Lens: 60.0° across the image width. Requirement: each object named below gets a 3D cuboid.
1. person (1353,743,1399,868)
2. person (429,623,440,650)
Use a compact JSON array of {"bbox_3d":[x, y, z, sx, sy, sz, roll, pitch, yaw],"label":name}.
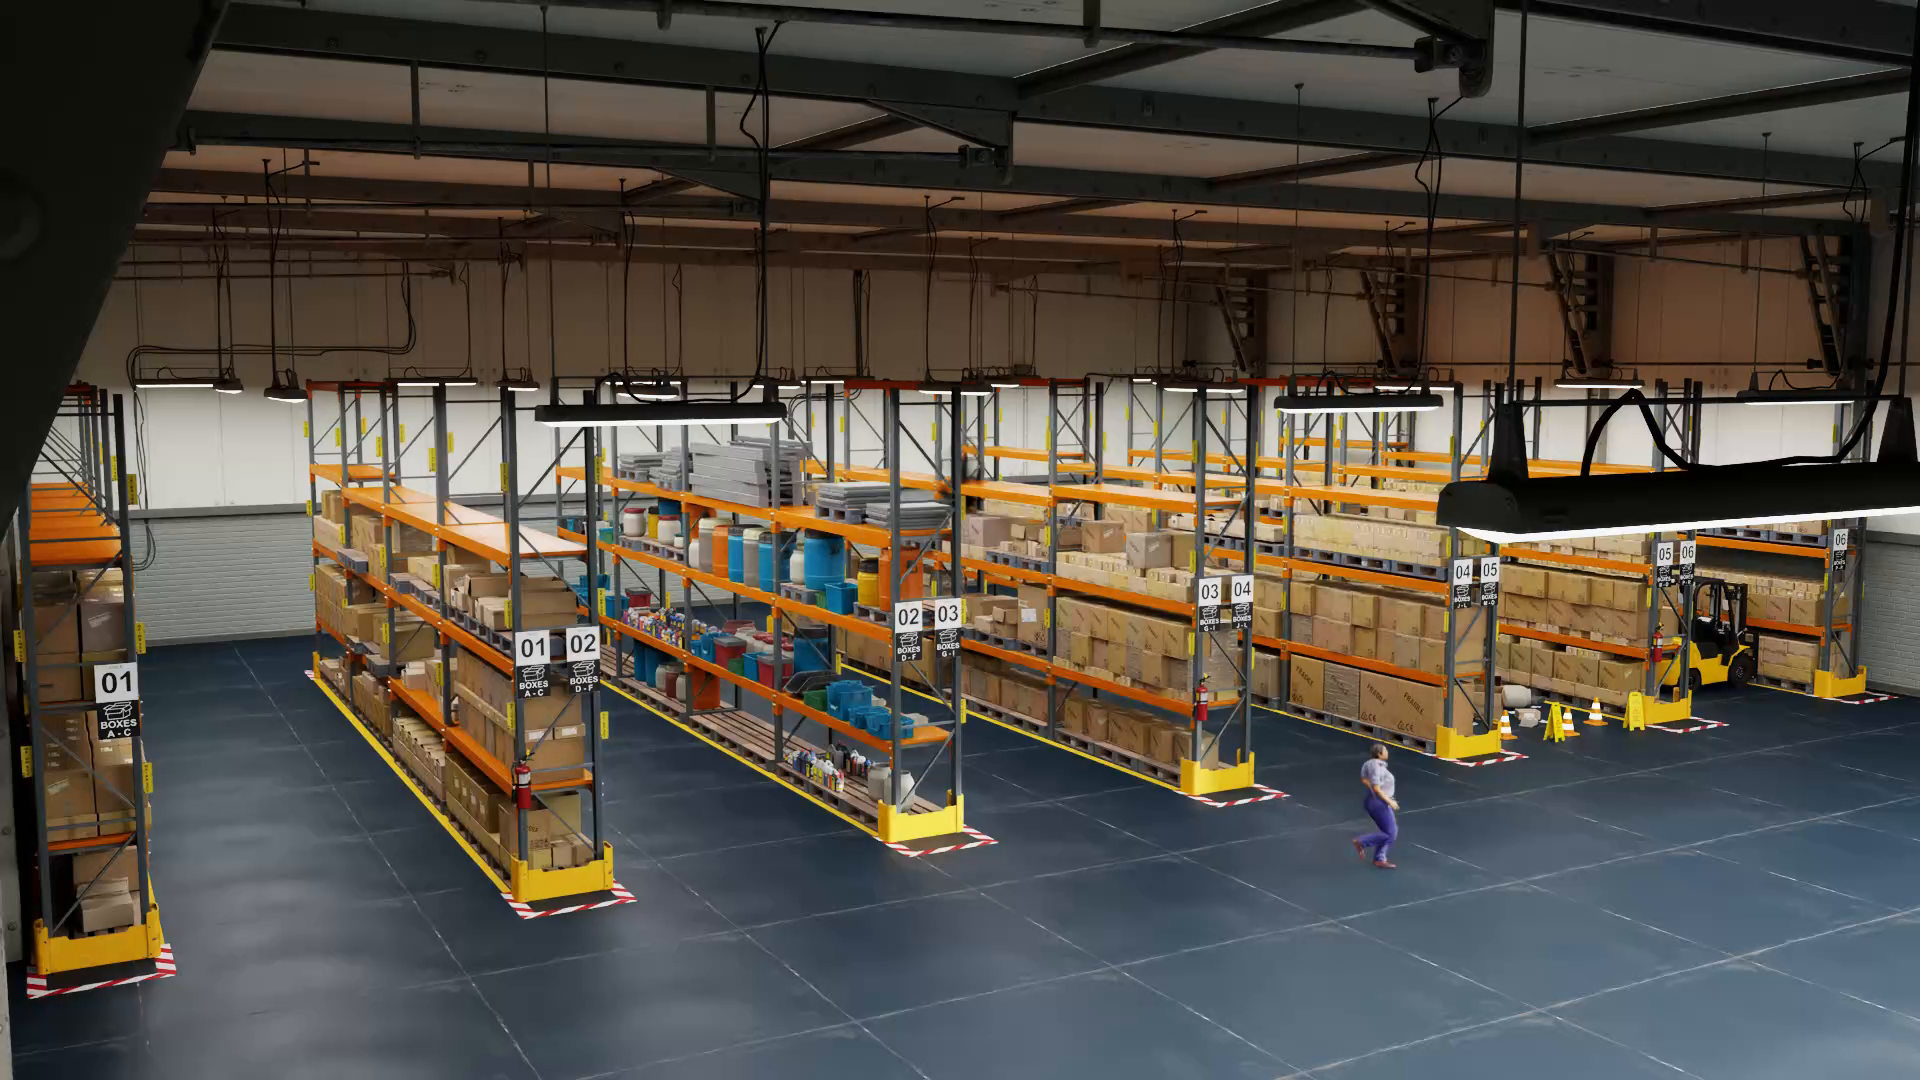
[{"bbox_3d":[5.193,3.334,20.851,0.596,1.611,0.607,0,6,-4],"label":"person"},{"bbox_3d":[-10.862,1.873,34.446,0.570,1.597,0.562,-6,8,-42],"label":"person"}]
